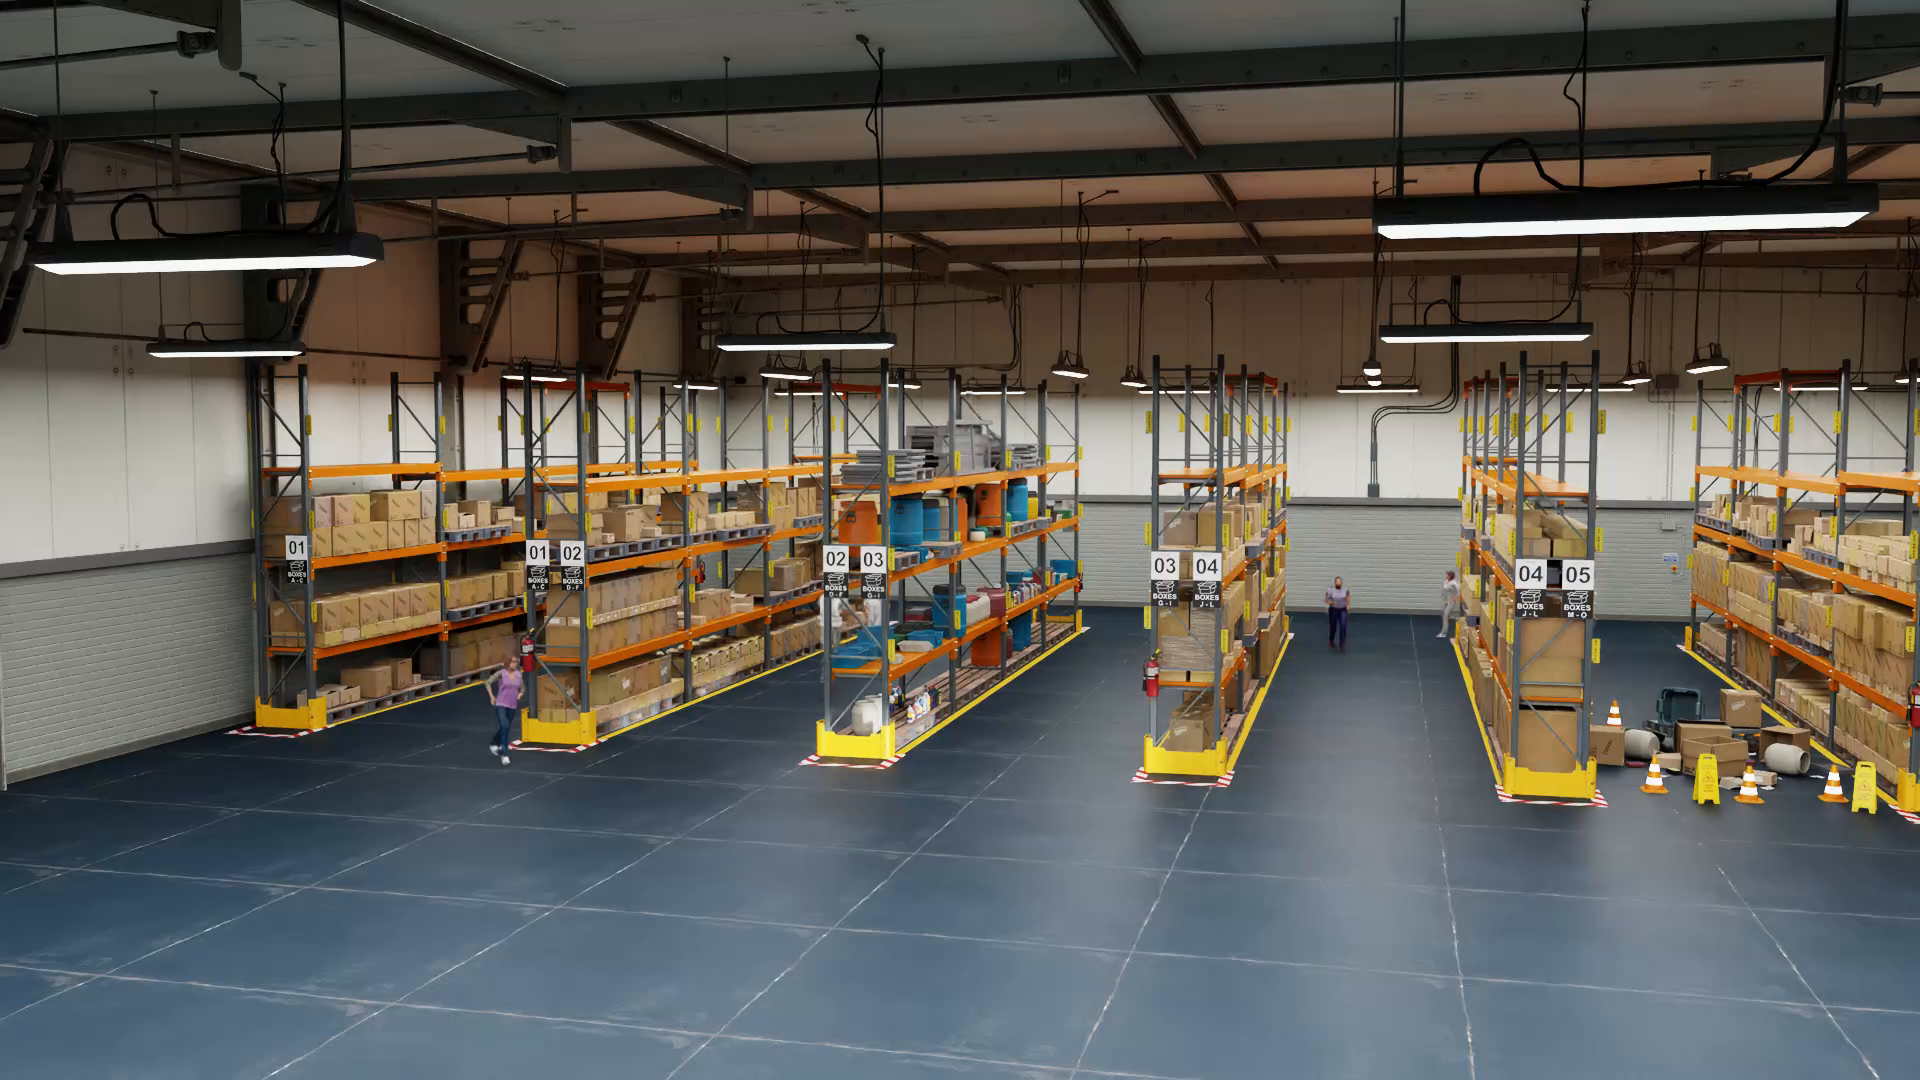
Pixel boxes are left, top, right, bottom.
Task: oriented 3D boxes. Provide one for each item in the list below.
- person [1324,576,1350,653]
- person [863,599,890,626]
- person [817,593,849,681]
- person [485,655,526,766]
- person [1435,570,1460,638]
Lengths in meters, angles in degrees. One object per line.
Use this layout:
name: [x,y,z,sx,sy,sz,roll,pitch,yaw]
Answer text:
person: [8.396,1.625,37.005,0.578,1.651,0.936,1,4,8]
person: [-1.813,1.687,35.821,0.596,1.551,0.669,0,4,5]
person: [-2.417,1.688,31.315,0.679,1.892,0.676,1,4,11]
person: [-6.769,2.510,24.843,0.549,1.606,0.798,-4,5,-42]
person: [11.557,1.502,39.174,0.839,1.586,0.577,-1,4,-19]
